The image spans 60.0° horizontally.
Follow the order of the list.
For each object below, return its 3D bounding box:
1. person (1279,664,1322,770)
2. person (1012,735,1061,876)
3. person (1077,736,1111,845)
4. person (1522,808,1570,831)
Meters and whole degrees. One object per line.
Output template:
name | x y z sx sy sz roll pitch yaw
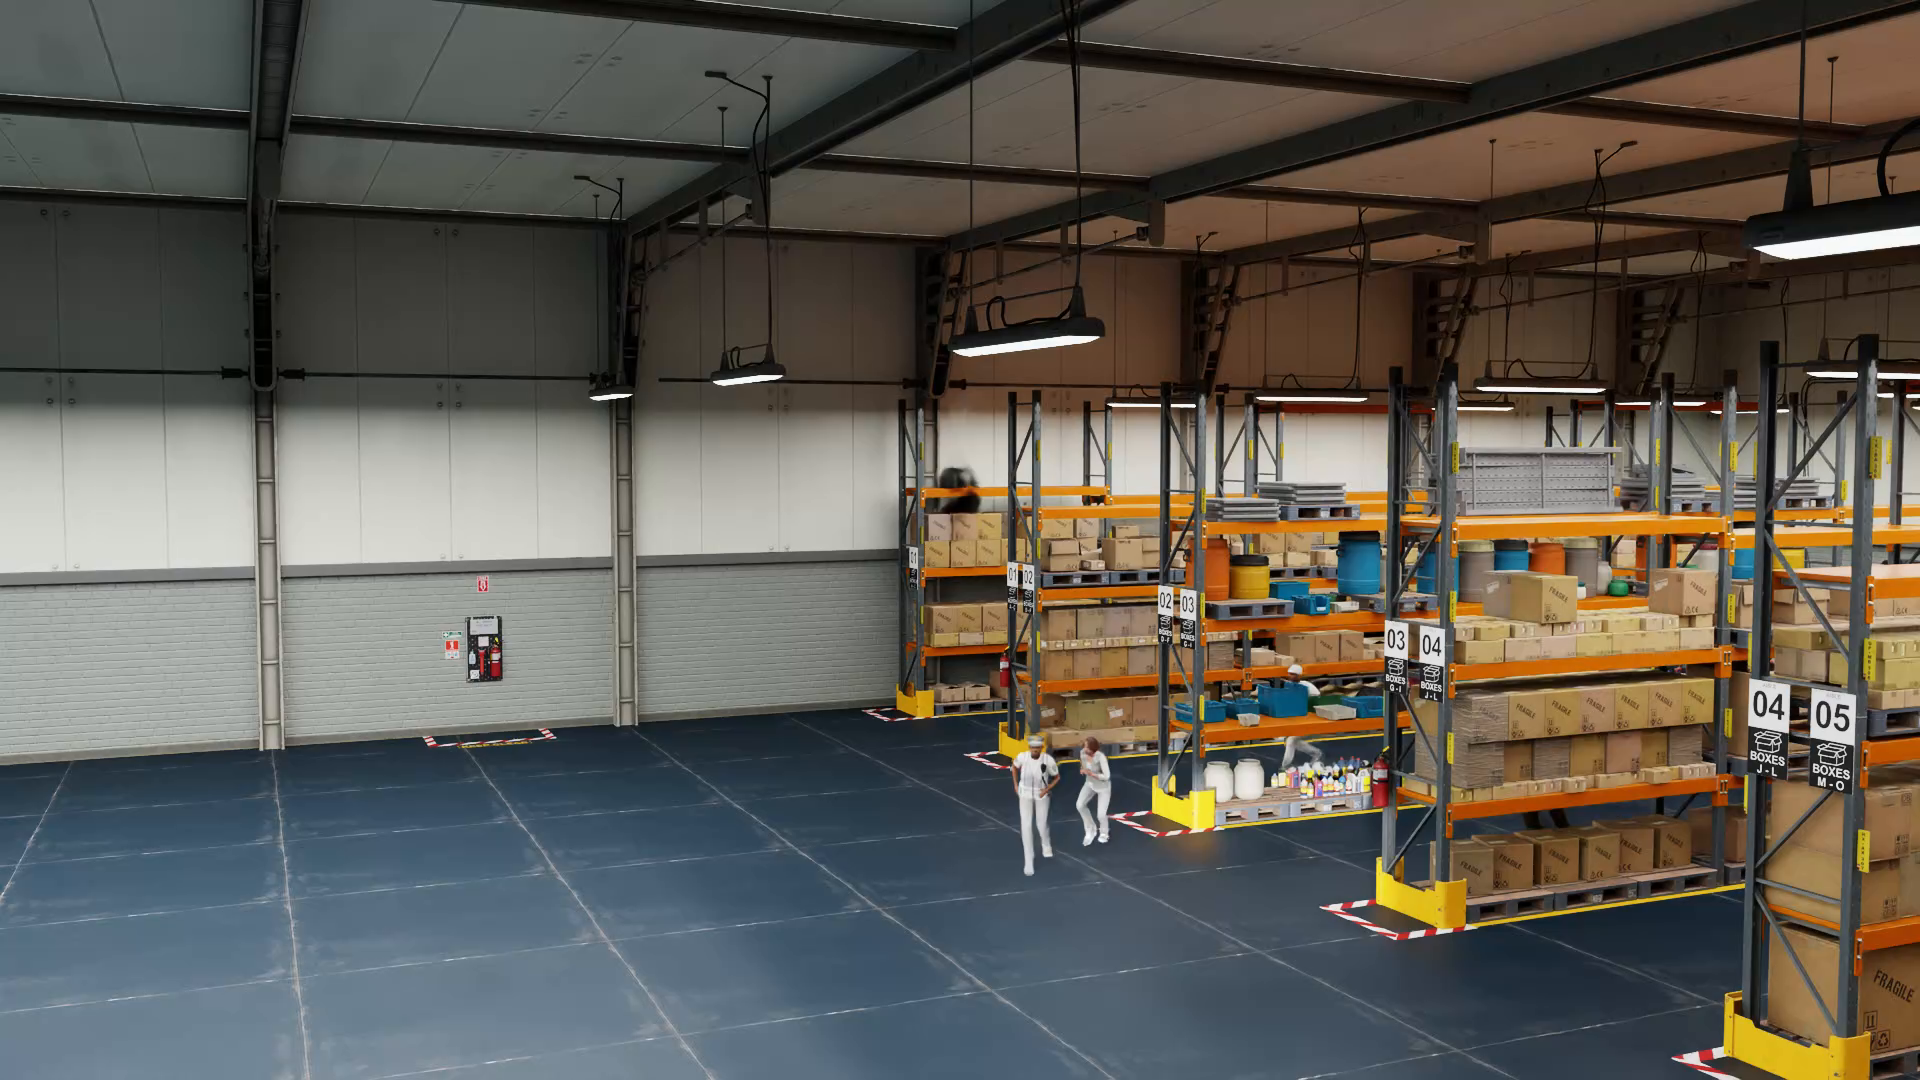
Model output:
person | 5.226 2.784 25.655 1.010 1.757 0.725 -2 4 -31
person | 0.927 3.155 20.267 0.611 1.667 0.976 1 3 10
person | 1.720 3.221 21.348 0.594 1.418 0.845 2 4 29
person | 7.400 3.049 20.961 0.794 1.841 0.682 -1 4 -23
